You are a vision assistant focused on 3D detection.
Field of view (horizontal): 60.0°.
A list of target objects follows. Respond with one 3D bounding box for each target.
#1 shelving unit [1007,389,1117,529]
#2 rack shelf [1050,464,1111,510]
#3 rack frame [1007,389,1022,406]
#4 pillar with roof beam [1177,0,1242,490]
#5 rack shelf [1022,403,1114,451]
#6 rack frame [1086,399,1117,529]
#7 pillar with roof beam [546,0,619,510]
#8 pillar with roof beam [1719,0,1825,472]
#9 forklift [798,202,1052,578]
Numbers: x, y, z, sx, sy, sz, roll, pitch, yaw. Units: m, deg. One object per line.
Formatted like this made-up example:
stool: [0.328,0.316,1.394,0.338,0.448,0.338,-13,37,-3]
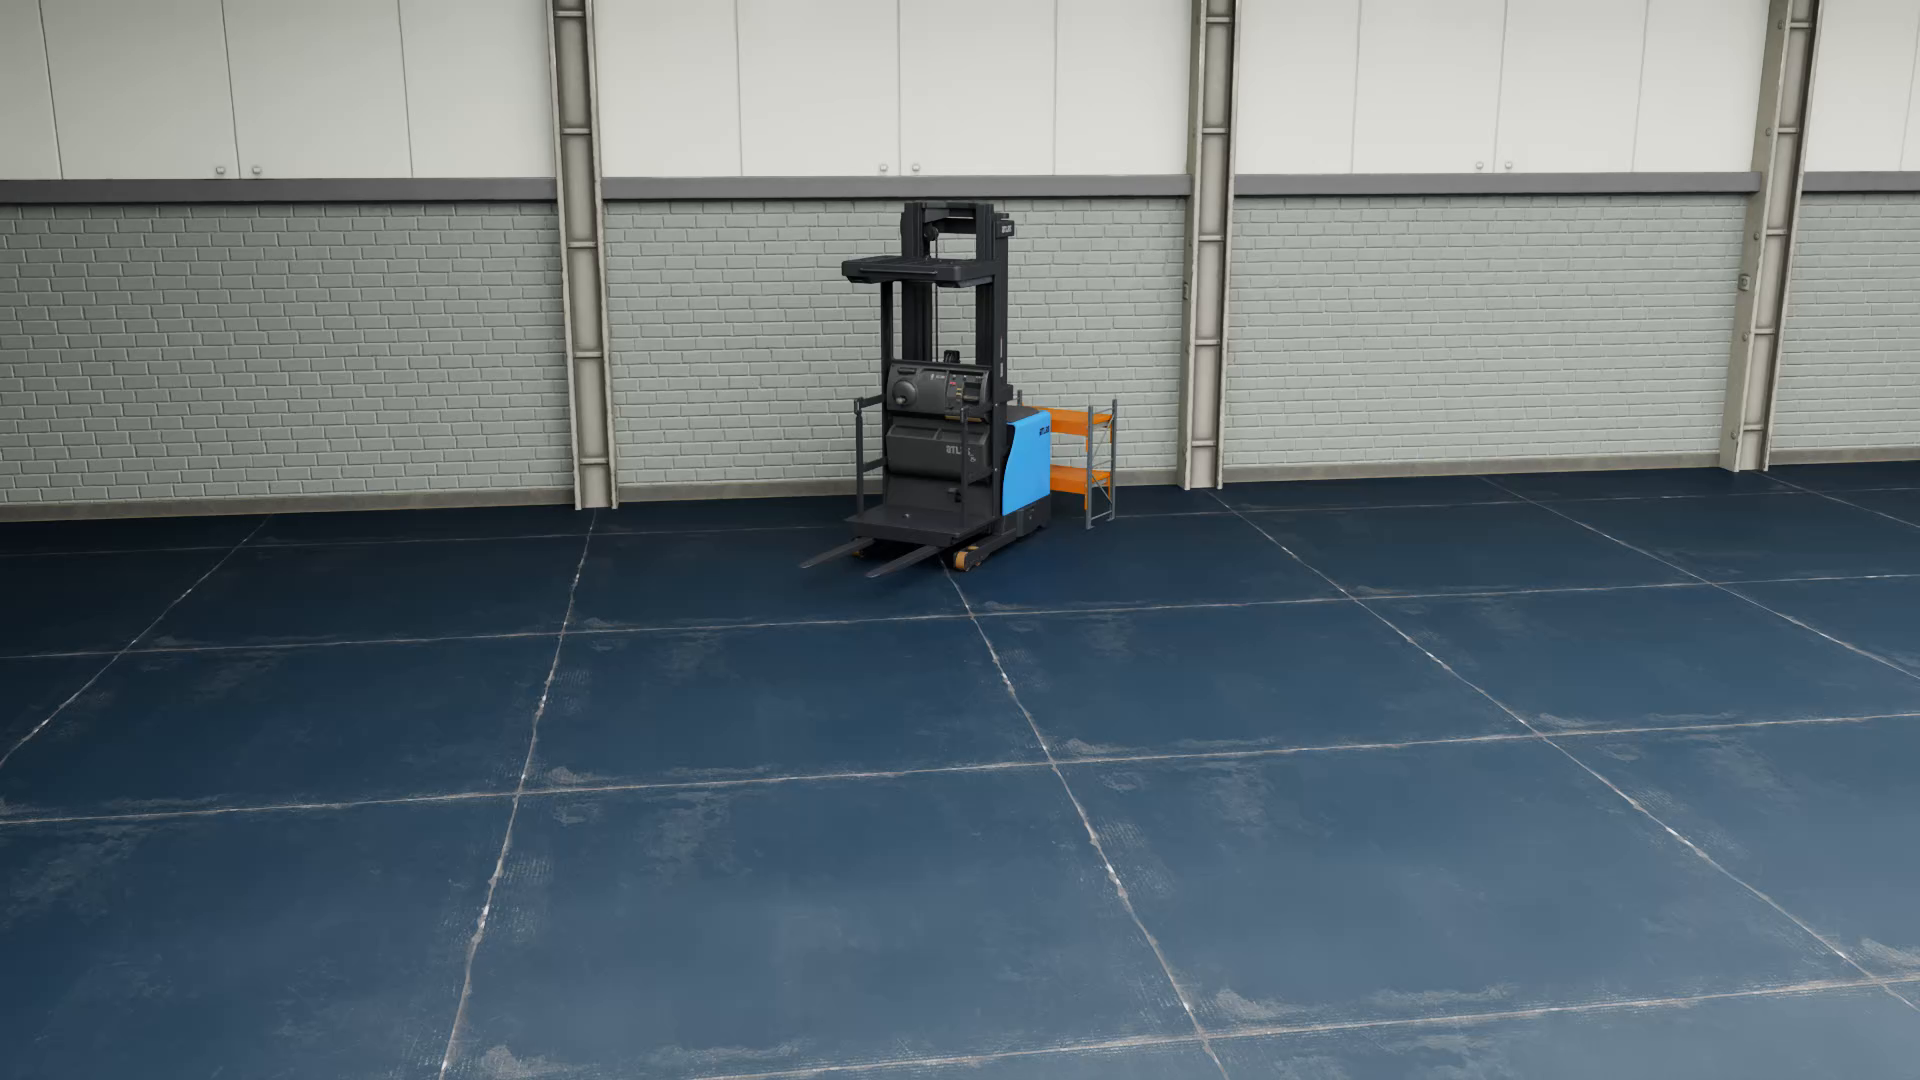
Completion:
shelving unit: [0.868,-0.765,15.458,1.048,1.125,0.538,9,17,32]
rack shelf: [0.868,-0.528,15.517,1.000,0.278,0.538,9,17,32]
rack frame: [0.442,-0.832,15.727,0.032,1.125,0.500,9,17,32]
pillar with roof beam: [3.074,-3.878,11.687,0.400,9.000,9.100,-2,14,-8]
rack shelf: [0.868,-1.049,15.387,1.000,0.278,0.538,9,17,32]
rack frame: [1.293,-0.697,15.188,0.032,1.125,0.500,9,17,32]
pillar with roof beam: [-2.859,-3.661,10.820,0.400,9.000,9.100,-2,14,-8]
pillar with roof beam: [9.007,-4.096,12.554,0.400,9.000,9.100,-2,14,-8]
forklift: [-0.283,-1.286,13.826,1.130,2.935,3.031,7,16,26]
